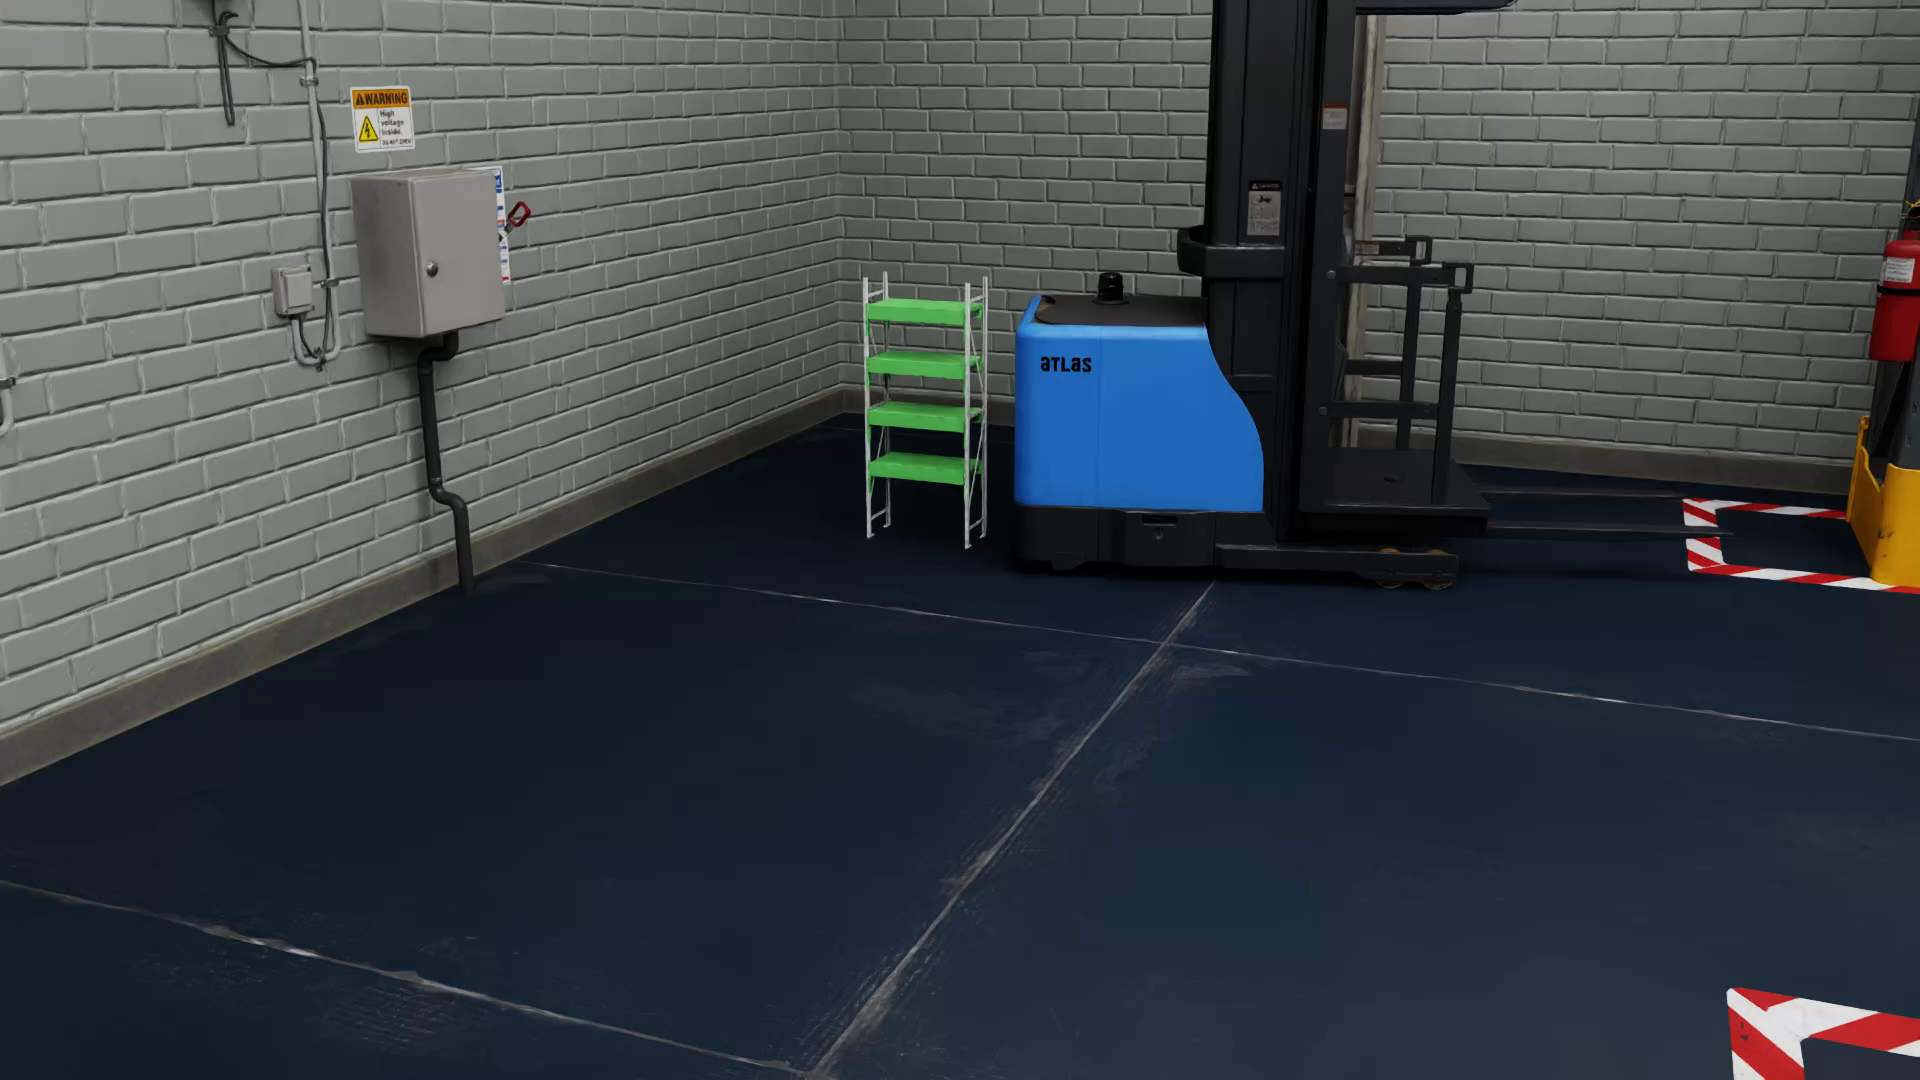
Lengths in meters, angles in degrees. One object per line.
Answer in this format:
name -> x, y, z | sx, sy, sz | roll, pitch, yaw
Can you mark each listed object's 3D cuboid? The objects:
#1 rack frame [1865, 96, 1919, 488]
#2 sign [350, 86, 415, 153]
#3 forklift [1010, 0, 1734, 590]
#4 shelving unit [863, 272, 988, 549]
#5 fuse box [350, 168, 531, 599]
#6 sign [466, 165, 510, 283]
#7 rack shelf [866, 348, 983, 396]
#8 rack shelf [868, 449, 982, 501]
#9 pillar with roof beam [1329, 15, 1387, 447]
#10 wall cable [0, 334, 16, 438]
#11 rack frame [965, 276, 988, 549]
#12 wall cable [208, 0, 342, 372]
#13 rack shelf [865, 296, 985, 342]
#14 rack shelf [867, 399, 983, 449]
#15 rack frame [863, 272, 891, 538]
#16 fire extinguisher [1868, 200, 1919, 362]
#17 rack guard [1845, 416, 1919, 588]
rack frame -> 4.169, -1.397, 7.106 | 0.127, 3.000, 1.000 | 6, 17, 21
sign -> -2.209, -1.614, 6.370 | 0.001, 0.242, 0.339 | 6, 17, 21
forklift -> 1.770, -1.355, 7.086 | 3.031, 2.935, 1.130 | 2, 16, 6
shelving unit -> -0.154, -0.593, 7.565 | 0.503, 1.200, 0.258 | 6, 17, 21
fuse box -> -1.996, -0.591, 6.641 | 0.414, 1.711, 0.539 | 6, 17, 21
sign -> -2.008, -1.314, 6.989 | 0.001, 0.494, 0.329 | 6, 17, 21
rack shelf -> -0.154, -0.762, 7.516 | 0.480, 0.148, 0.258 | 6, 17, 21
rack shelf -> -0.154, -0.301, 7.649 | 0.480, 0.148, 0.258 | 6, 17, 21
pillar with roof beam -> 0.412, -3.671, 4.179 | 0.400, 9.000, 9.100 | 6, 17, 21
wall cable -> -2.903, -1.183, 4.491 | 0.123, 1.953, 0.585 | 6, 17, 21
rack frame -> 0.073, -0.568, 7.479 | 0.015, 1.200, 0.240 | 6, 17, 21
wall cable -> -2.393, -1.537, 5.766 | 0.122, 1.984, 0.588 | 6, 17, 21
rack shelf -> -0.154, -0.993, 7.449 | 0.480, 0.148, 0.258 | 6, 17, 21
rack shelf -> -0.154, -0.532, 7.582 | 0.480, 0.148, 0.258 | 6, 17, 21
rack frame -> -0.381, -0.618, 7.651 | 0.015, 1.200, 0.240 | 6, 17, 21
fire extinguisher -> 3.862, -1.076, 6.808 | 0.183, 0.674, 0.296 | 6, 17, 21
rack guard -> 4.240, -0.189, 7.428 | 0.348, 0.500, 1.175 | 6, 17, 21
